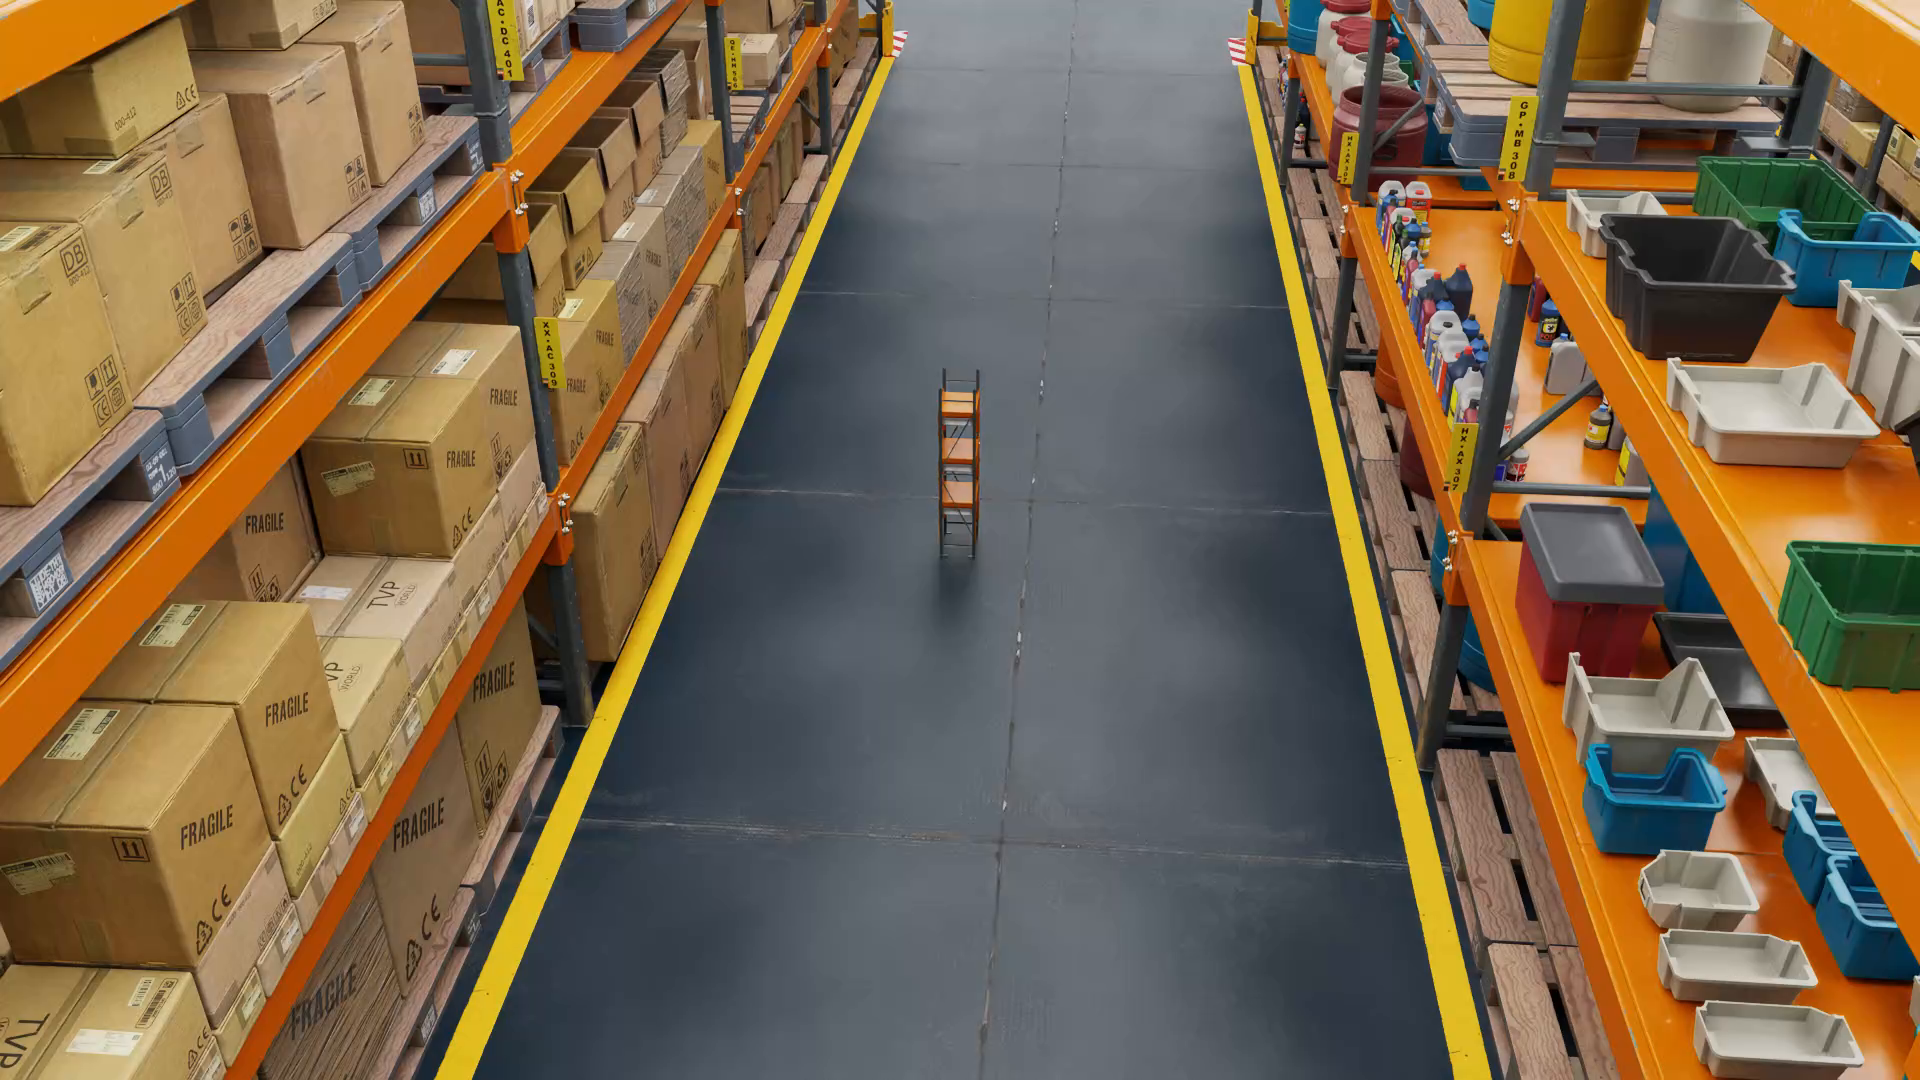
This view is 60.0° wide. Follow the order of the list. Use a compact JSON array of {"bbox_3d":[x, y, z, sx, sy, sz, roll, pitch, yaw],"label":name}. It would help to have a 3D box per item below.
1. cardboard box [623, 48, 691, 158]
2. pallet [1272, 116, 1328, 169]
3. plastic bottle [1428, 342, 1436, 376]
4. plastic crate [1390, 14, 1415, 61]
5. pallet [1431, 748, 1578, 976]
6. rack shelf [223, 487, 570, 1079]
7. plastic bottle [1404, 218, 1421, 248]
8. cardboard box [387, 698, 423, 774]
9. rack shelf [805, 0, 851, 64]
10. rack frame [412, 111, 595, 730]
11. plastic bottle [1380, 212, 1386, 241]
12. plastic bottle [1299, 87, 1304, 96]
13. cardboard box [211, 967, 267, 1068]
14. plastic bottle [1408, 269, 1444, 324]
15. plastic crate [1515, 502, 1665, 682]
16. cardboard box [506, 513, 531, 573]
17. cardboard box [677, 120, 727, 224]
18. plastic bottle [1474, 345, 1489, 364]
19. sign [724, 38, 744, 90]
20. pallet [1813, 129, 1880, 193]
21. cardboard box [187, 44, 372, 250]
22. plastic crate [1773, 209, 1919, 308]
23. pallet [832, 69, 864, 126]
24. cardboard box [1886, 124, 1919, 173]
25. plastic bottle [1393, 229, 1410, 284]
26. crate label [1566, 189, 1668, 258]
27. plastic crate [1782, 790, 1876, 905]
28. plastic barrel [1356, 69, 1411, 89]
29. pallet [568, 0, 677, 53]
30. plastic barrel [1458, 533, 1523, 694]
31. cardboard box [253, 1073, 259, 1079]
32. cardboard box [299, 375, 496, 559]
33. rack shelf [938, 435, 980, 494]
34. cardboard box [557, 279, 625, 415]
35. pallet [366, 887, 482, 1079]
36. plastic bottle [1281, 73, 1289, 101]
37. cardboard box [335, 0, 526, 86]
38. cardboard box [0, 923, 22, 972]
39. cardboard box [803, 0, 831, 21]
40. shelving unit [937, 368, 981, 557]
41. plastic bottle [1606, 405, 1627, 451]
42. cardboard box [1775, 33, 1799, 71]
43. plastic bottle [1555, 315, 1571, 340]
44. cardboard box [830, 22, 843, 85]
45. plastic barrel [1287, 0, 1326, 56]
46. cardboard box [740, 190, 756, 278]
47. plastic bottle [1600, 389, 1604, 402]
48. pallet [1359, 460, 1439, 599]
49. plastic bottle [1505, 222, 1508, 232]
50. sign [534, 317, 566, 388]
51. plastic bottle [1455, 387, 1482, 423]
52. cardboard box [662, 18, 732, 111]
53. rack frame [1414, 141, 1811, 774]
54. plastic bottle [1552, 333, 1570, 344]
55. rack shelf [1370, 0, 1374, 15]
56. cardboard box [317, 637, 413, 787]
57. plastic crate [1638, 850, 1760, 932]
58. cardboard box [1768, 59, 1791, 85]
[{"bbox_3d":[-2.042,-2.592,9.826,0.797,0.503,0.637,3,32,6],"label":"cardboard box"},{"bbox_3d":[3.392,-3.547,15.084,1.003,0.211,1.213,2,32,4],"label":"pallet"},{"bbox_3d":[2.418,-0.923,8.359,0.097,0.201,0.097,0,32,0],"label":"plastic bottle"},{"bbox_3d":[3.516,-3.787,12.832,0.392,0.384,0.575,2,32,4],"label":"plastic crate"},{"bbox_3d":[2.623,1.372,7.102,1.003,0.211,1.213,2,32,4],"label":"pallet"},{"bbox_3d":[-2.455,0.939,5.832,1.077,0.370,4.000,2,32,4],"label":"rack shelf"},{"bbox_3d":[2.599,-1.721,9.587,0.097,0.271,0.097,0,32,0],"label":"plastic bottle"},{"bbox_3d":[-2.116,0.673,5.819,0.380,0.149,0.250,3,32,5],"label":"cardboard box"},{"bbox_3d":[-1.478,-5.335,16.014,1.077,0.370,4.000,2,32,4],"label":"rack shelf"},{"bbox_3d":[-2.292,-0.413,7.341,1.000,3.000,0.127,2,32,4],"label":"rack frame"},{"bbox_3d":[2.568,-1.885,9.920,0.097,0.201,0.097,0,32,0],"label":"plastic bottle"},{"bbox_3d":[3.103,-4.062,15.368,0.144,0.351,0.185,2,32,4],"label":"plastic bottle"},{"bbox_3d":[-2.220,1.346,4.726,0.380,0.149,0.250,2,32,3],"label":"cardboard box"},{"bbox_3d":[2.500,-1.302,8.902,0.152,0.276,0.135,2,32,4],"label":"plastic bottle"},{"bbox_3d":[2.322,0.202,6.225,0.402,0.464,0.583,2,32,4],"label":"plastic crate"},{"bbox_3d":[-2.011,0.003,6.906,0.380,0.149,0.250,3,32,5],"label":"cardboard box"},{"bbox_3d":[-1.760,-2.278,10.273,0.500,0.500,0.500,3,32,5],"label":"cardboard box"},{"bbox_3d":[2.551,-0.825,8.133,0.097,0.271,0.097,0,32,0],"label":"plastic bottle"},{"bbox_3d":[-1.413,-2.975,10.395,0.100,0.325,0.005,2,32,4],"label":"sign"},{"bbox_3d":[8.339,-3.398,14.842,1.003,0.211,1.213,2,32,4],"label":"pallet"},{"bbox_3d":[-2.344,-1.261,5.267,0.700,0.500,0.500,4,32,6],"label":"cardboard box"},{"bbox_3d":[2.889,-0.917,5.460,0.416,0.233,0.300,2,32,4],"label":"plastic crate"},{"bbox_3d":[-1.525,-4.401,16.471,1.003,0.211,1.213,2,32,4],"label":"pallet"},{"bbox_3d":[7.951,-3.212,13.570,0.500,0.311,0.500,3,32,4],"label":"cardboard box"},{"bbox_3d":[2.500,-1.600,9.378,0.061,0.283,0.133,2,32,4],"label":"plastic bottle"},{"bbox_3d":[2.317,-1.122,5.884,0.293,0.136,0.466,2,32,4],"label":"crate label"},{"bbox_3d":[2.799,0.976,5.190,0.416,0.233,0.300,2,32,4],"label":"plastic crate"},{"bbox_3d":[2.841,-2.887,11.250,0.421,0.512,0.421,0,32,0],"label":"plastic barrel"},{"bbox_3d":[-2.054,-2.777,8.498,1.003,0.211,1.213,4,32,6],"label":"pallet"},{"bbox_3d":[2.706,0.230,7.898,0.600,0.901,0.708,2,32,4],"label":"plastic barrel"},{"bbox_3d":[-2.645,2.067,4.943,0.875,0.875,0.875,2,32,4],"label":"cardboard box"},{"bbox_3d":[-2.108,-0.281,6.272,0.500,0.500,0.500,3,32,4],"label":"cardboard box"},{"bbox_3d":[-0.004,-0.410,9.215,0.215,0.259,0.240,2,32,4],"label":"rack shelf"},{"bbox_3d":[-1.965,-0.948,8.114,0.500,0.500,0.500,3,32,4],"label":"cardboard box"},{"bbox_3d":[-2.529,1.809,6.395,1.003,0.211,1.213,2,32,4],"label":"pallet"},{"bbox_3d":[3.127,-4.335,15.887,0.097,0.271,0.097,0,32,0],"label":"plastic bottle"},{"bbox_3d":[-2.255,-2.215,6.910,0.700,0.500,0.500,3,32,5],"label":"cardboard box"},{"bbox_3d":[-2.801,1.086,4.768,0.500,0.250,0.500,2,32,3],"label":"cardboard box"},{"bbox_3d":[-1.323,-4.588,14.356,0.380,0.149,0.250,2,32,4],"label":"cardboard box"},{"bbox_3d":[-0.004,-0.419,9.209,0.215,1.050,0.252,2,32,4],"label":"shelving unit"},{"bbox_3d":[3.092,-0.565,7.707,0.152,0.276,0.135,2,32,4],"label":"plastic bottle"},{"bbox_3d":[8.226,-4.795,15.958,0.500,0.500,0.500,2,32,4],"label":"cardboard box"},{"bbox_3d":[3.189,-1.196,8.660,0.144,0.351,0.185,2,32,4],"label":"plastic bottle"},{"bbox_3d":[-1.467,-4.836,16.500,0.500,0.500,0.500,5,32,9],"label":"cardboard box"},{"bbox_3d":[2.962,-4.409,13.347,0.600,0.901,0.708,2,32,4],"label":"plastic barrel"},{"bbox_3d":[-1.899,-2.269,12.316,0.700,0.500,0.500,0,32,0],"label":"cardboard box"},{"bbox_3d":[3.172,-0.789,8.063,0.061,0.283,0.133,2,32,4],"label":"plastic bottle"},{"bbox_3d":[2.846,-0.055,9.419,1.003,0.211,1.213,2,32,4],"label":"pallet"},{"bbox_3d":[3.335,-1.919,9.974,0.097,0.201,0.097,0,32,0],"label":"plastic bottle"},{"bbox_3d":[-1.739,-0.792,7.056,0.100,0.325,0.005,2,32,4],"label":"sign"},{"bbox_3d":[2.384,-0.559,7.697,0.152,0.276,0.135,2,32,4],"label":"plastic bottle"},{"bbox_3d":[-2.016,-3.306,11.540,0.700,0.500,0.500,7,32,11],"label":"cardboard box"},{"bbox_3d":[2.644,-0.201,6.997,1.000,3.000,0.127,2,32,4],"label":"rack frame"},{"bbox_3d":[3.030,-0.943,8.391,0.097,0.201,0.097,0,32,0],"label":"plastic bottle"},{"bbox_3d":[3.133,-4.309,11.490,1.077,0.370,4.000,2,32,4],"label":"rack shelf"},{"bbox_3d":[-2.192,0.569,5.607,0.500,0.250,0.500,2,32,3],"label":"cardboard box"},{"bbox_3d":[2.247,1.090,5.097,0.298,0.136,0.250,2,32,4],"label":"plastic crate"},{"bbox_3d":[8.215,-4.477,16.156,0.500,0.250,0.500,2,32,4],"label":"cardboard box"}]
